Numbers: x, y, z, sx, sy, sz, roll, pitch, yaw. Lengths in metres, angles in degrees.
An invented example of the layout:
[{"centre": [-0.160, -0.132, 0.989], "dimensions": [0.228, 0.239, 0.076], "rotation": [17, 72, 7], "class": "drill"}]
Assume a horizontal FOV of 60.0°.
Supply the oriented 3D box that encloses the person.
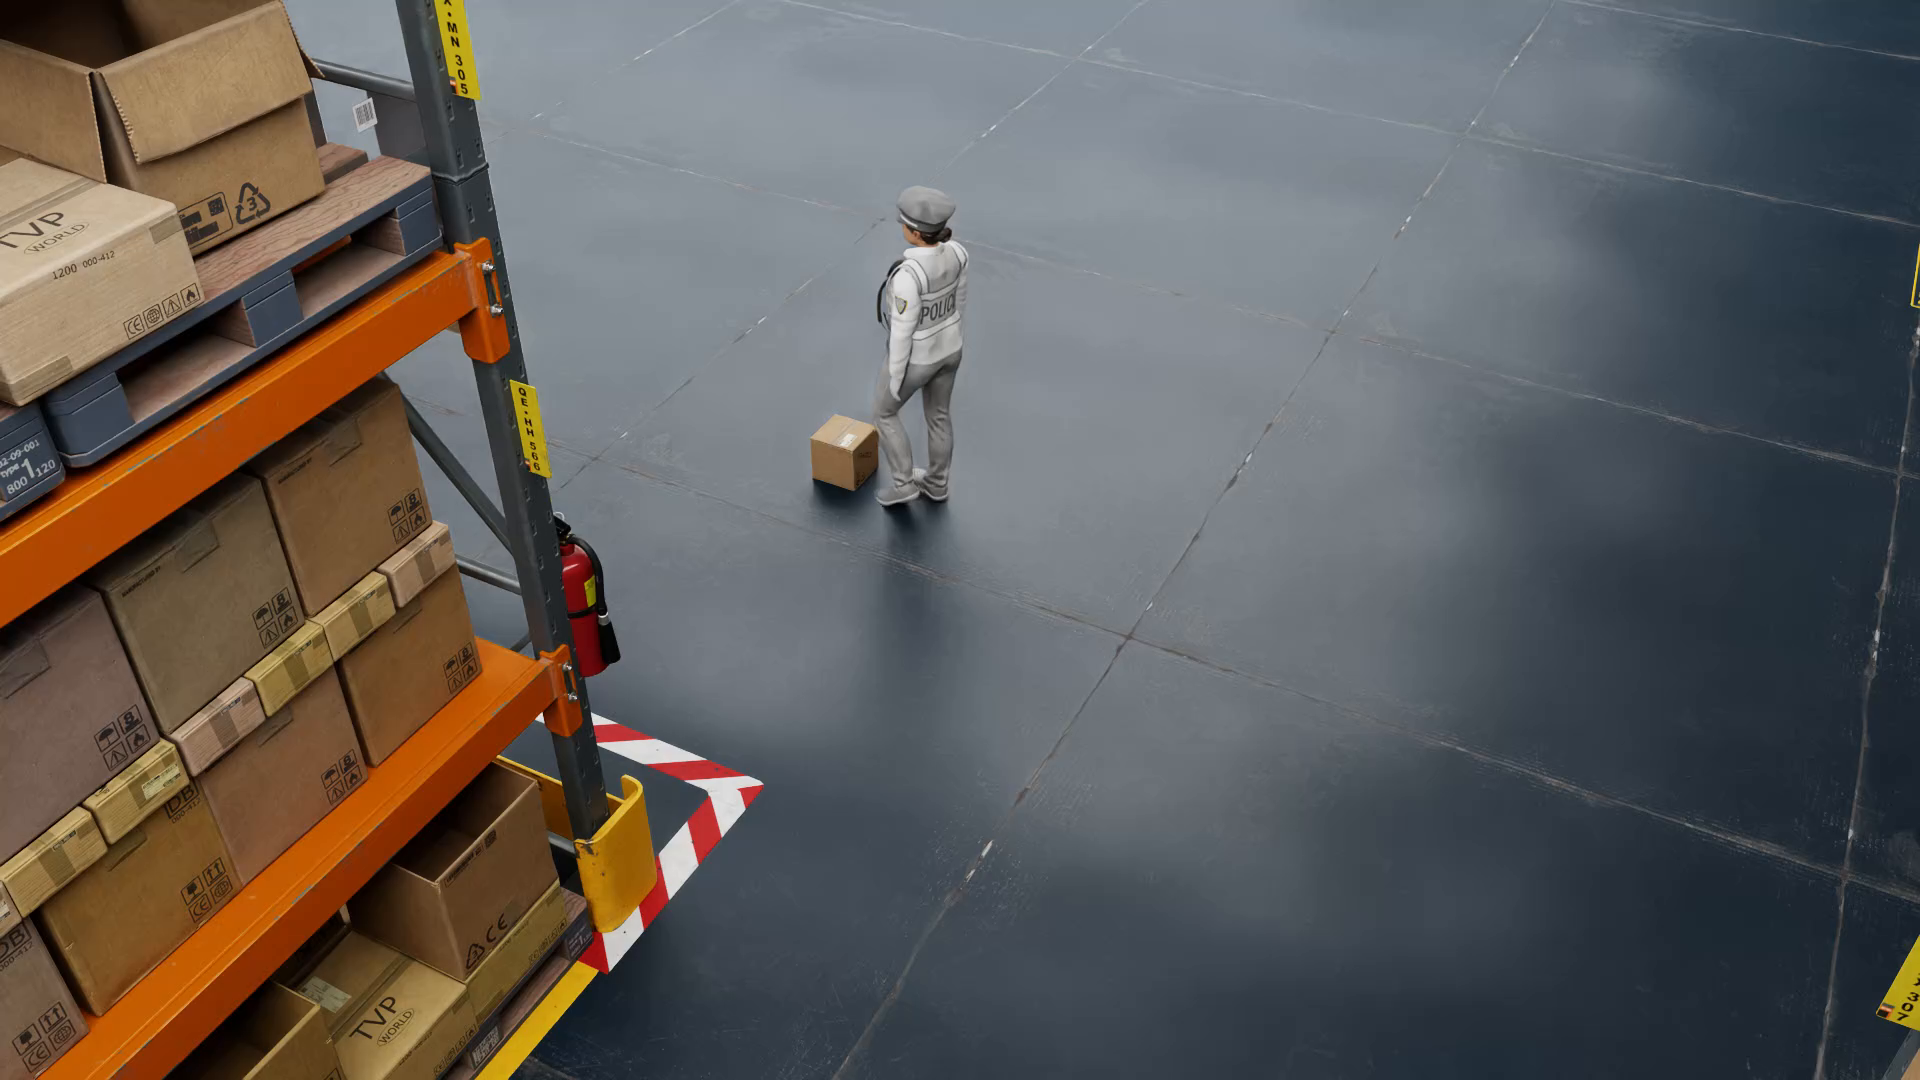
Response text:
[{"centre": [-0.178, -0.878, 7.866], "dimensions": [0.520, 1.710, 0.381], "rotation": [-31, 48, -33], "class": "person"}]
